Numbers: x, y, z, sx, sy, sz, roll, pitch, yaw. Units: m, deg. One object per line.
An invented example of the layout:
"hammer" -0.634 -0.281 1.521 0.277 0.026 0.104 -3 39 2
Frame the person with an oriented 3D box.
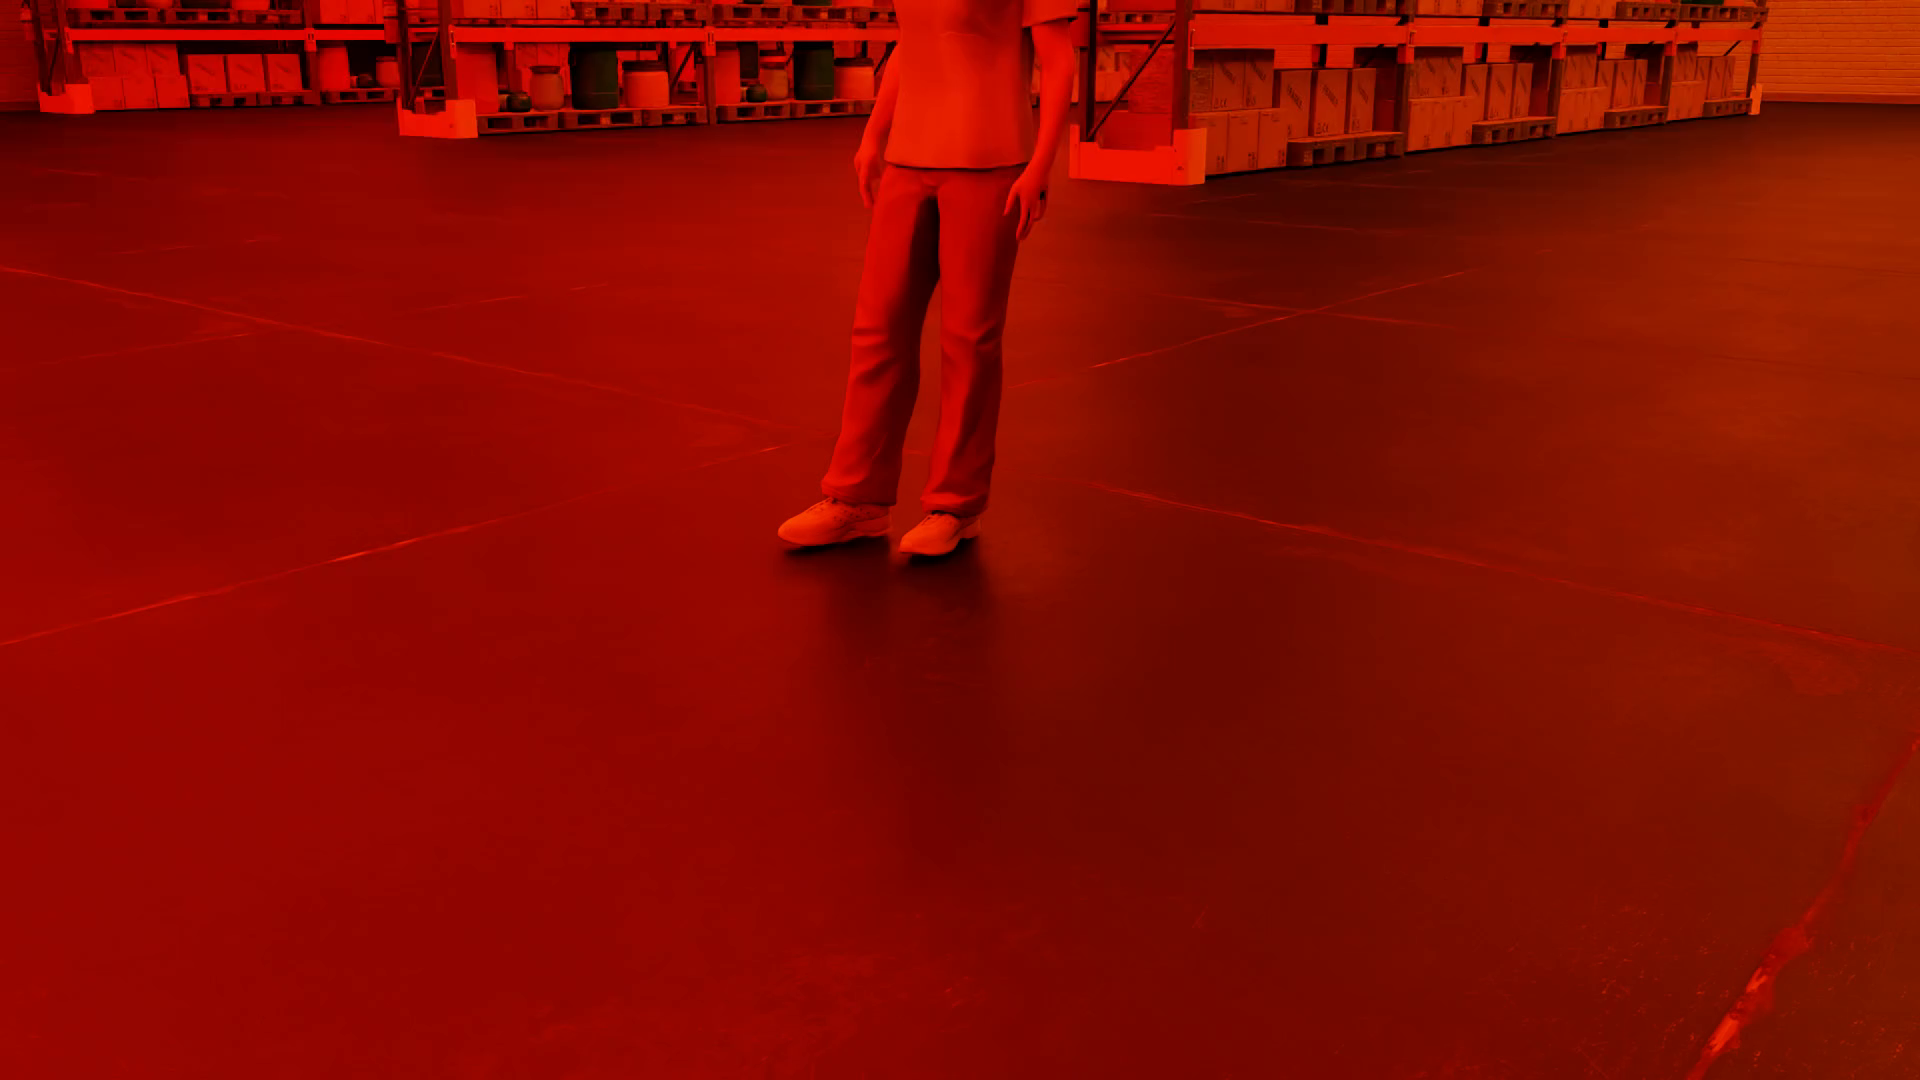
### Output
"person" -0.056 -0.795 3.649 0.553 1.675 0.549 13 21 37
